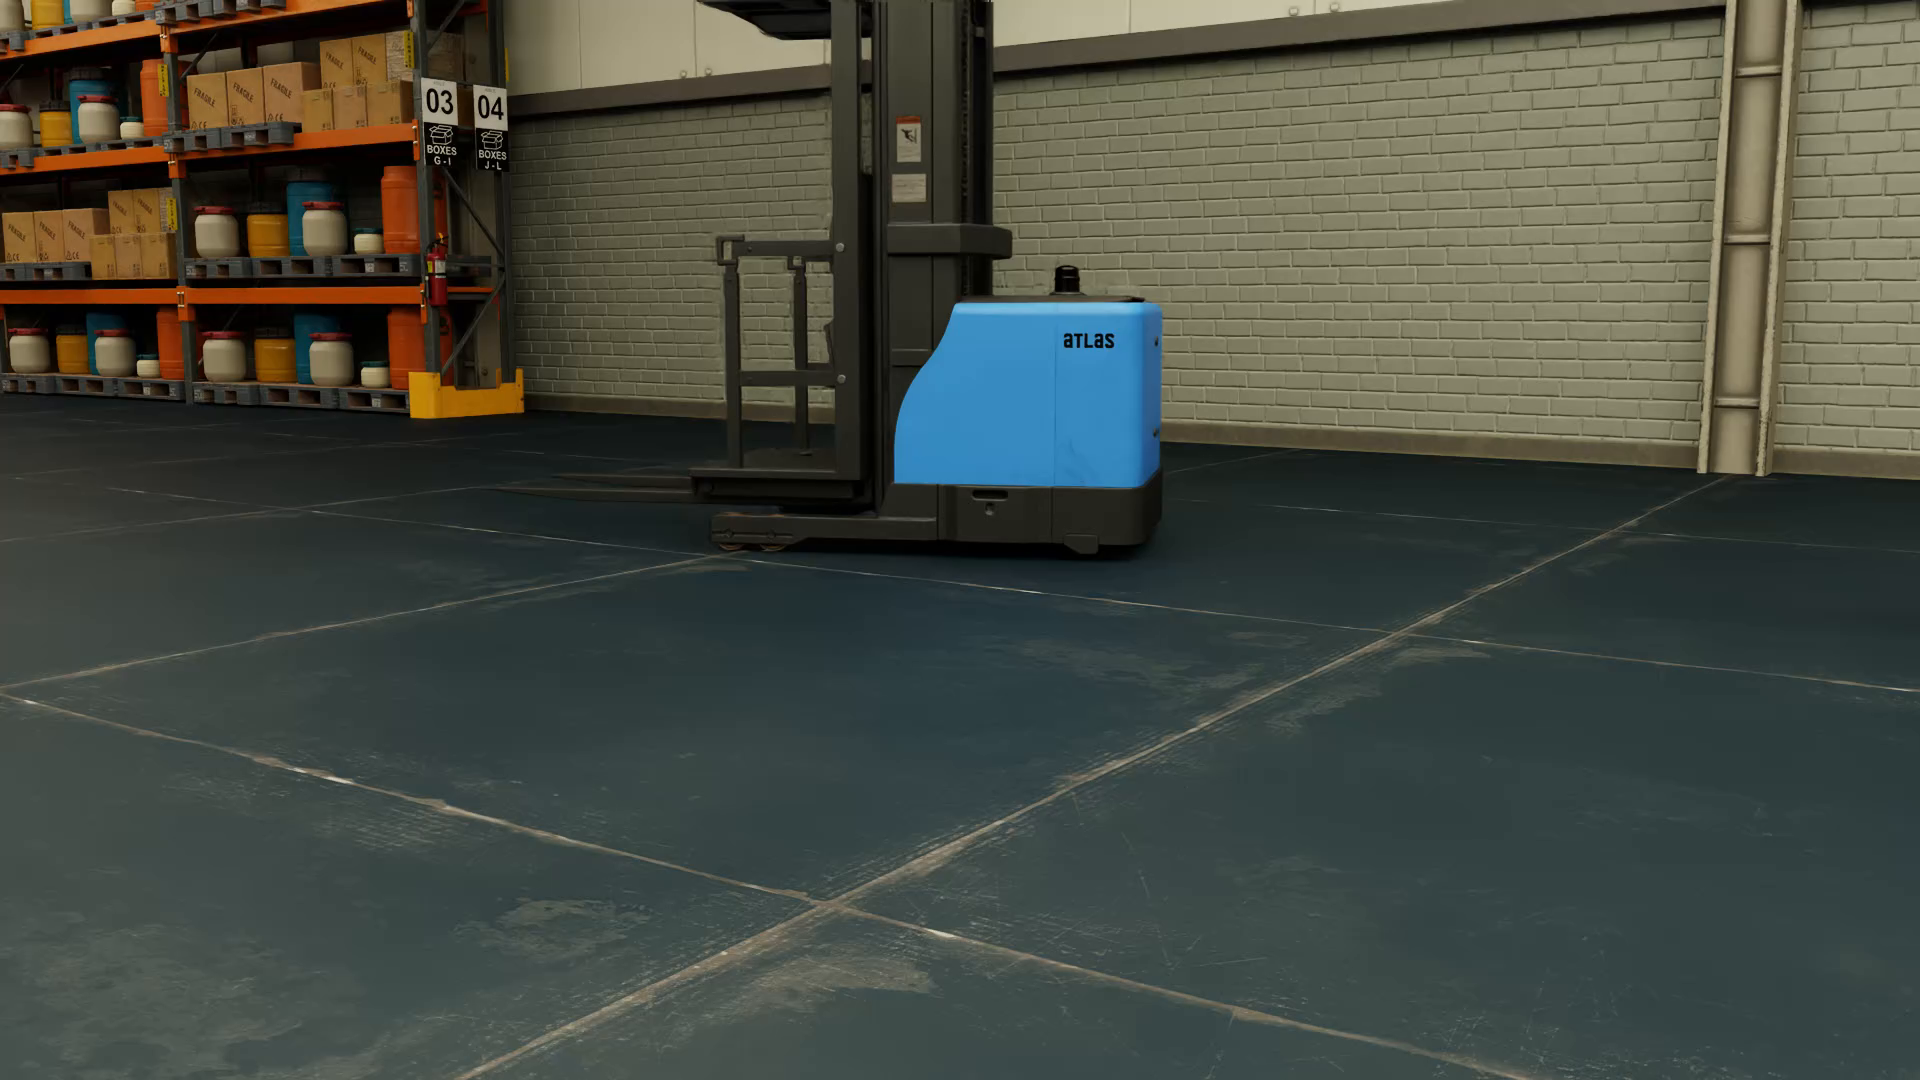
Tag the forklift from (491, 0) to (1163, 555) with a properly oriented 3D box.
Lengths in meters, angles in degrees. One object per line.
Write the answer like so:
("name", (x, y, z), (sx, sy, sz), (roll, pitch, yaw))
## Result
("forklift", (-0.620, -1.469, 7.525), (3.031, 2.935, 1.130), (2, 8, 12))
